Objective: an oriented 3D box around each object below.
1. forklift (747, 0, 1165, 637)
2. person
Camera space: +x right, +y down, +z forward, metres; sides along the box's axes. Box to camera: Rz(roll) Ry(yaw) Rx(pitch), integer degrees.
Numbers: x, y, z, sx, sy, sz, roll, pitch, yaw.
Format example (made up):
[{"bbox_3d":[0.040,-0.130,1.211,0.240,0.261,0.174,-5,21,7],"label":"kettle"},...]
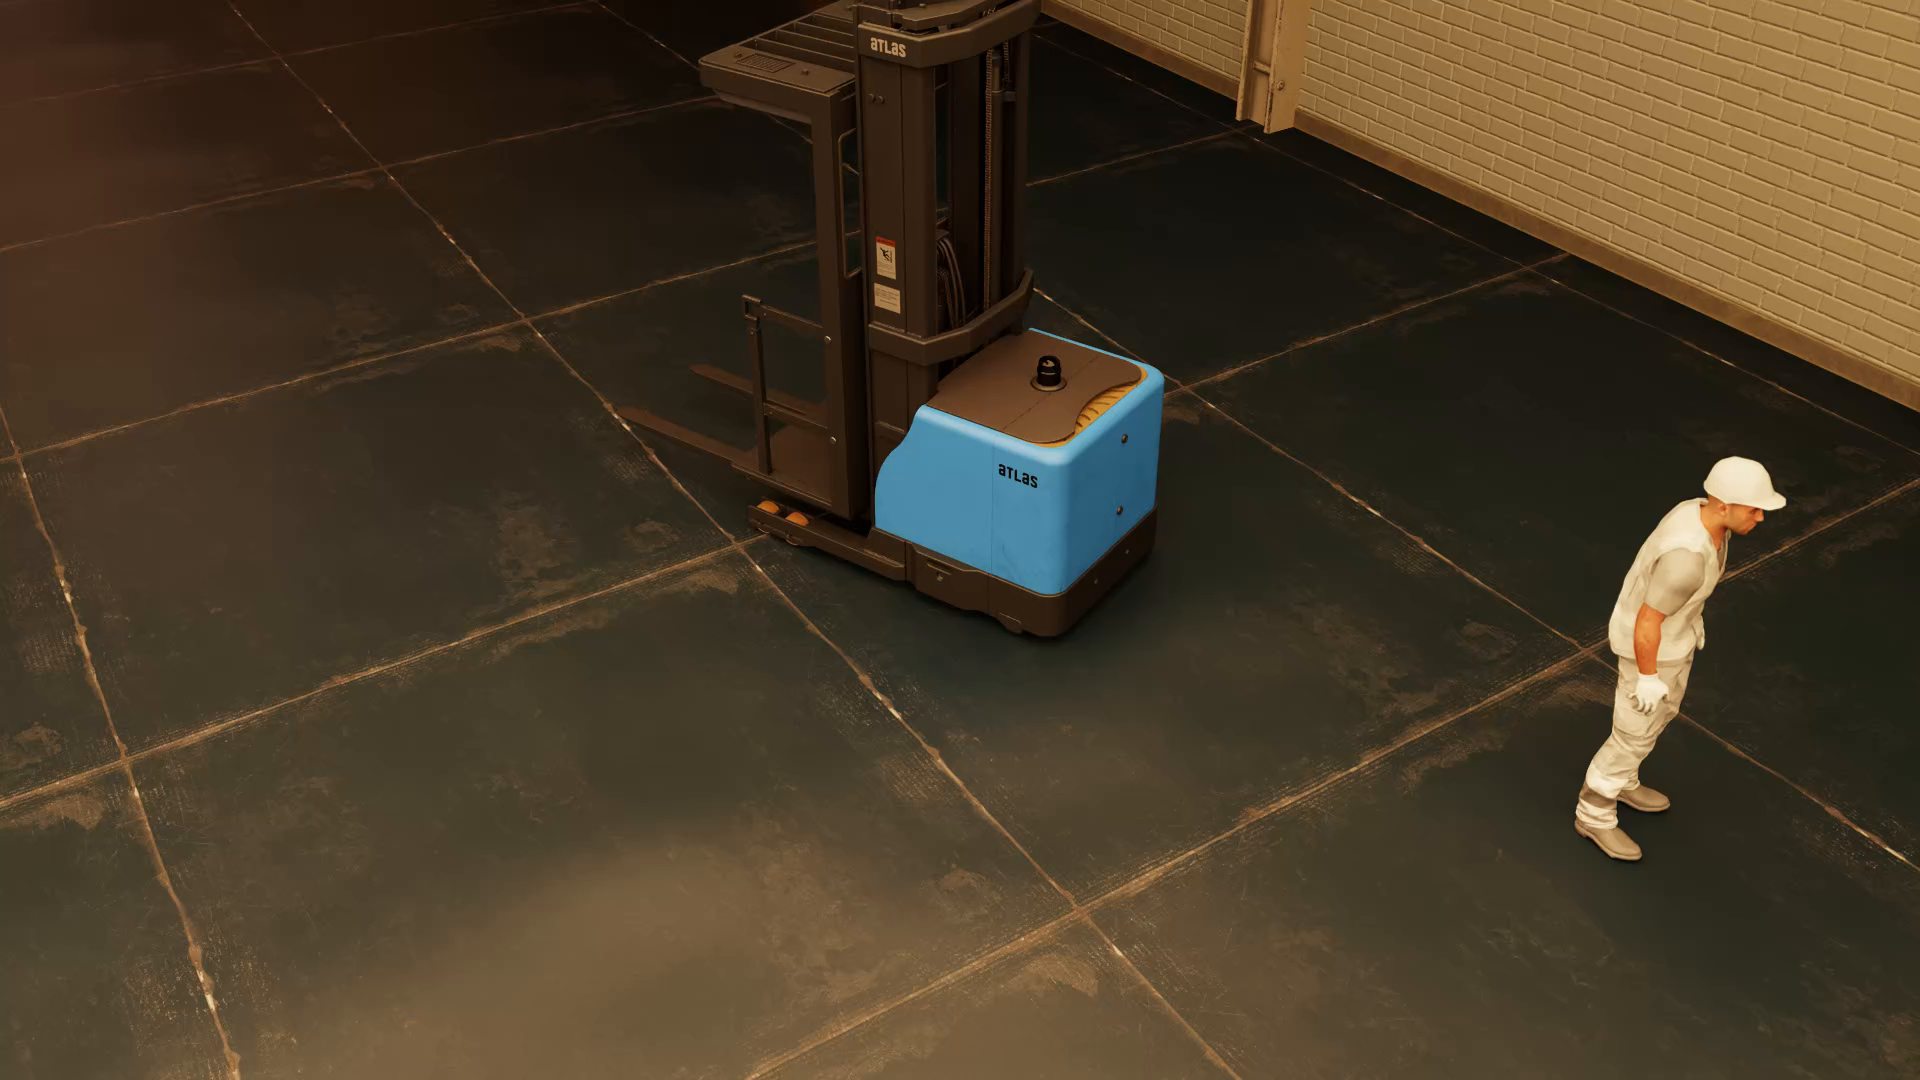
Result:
[{"bbox_3d":[-0.500,-1.399,8.138,3.031,2.935,1.130,22,41,28],"label":"forklift"},{"bbox_3d":[2.783,0.410,6.518,0.454,1.721,0.609,24,41,30],"label":"person"}]
